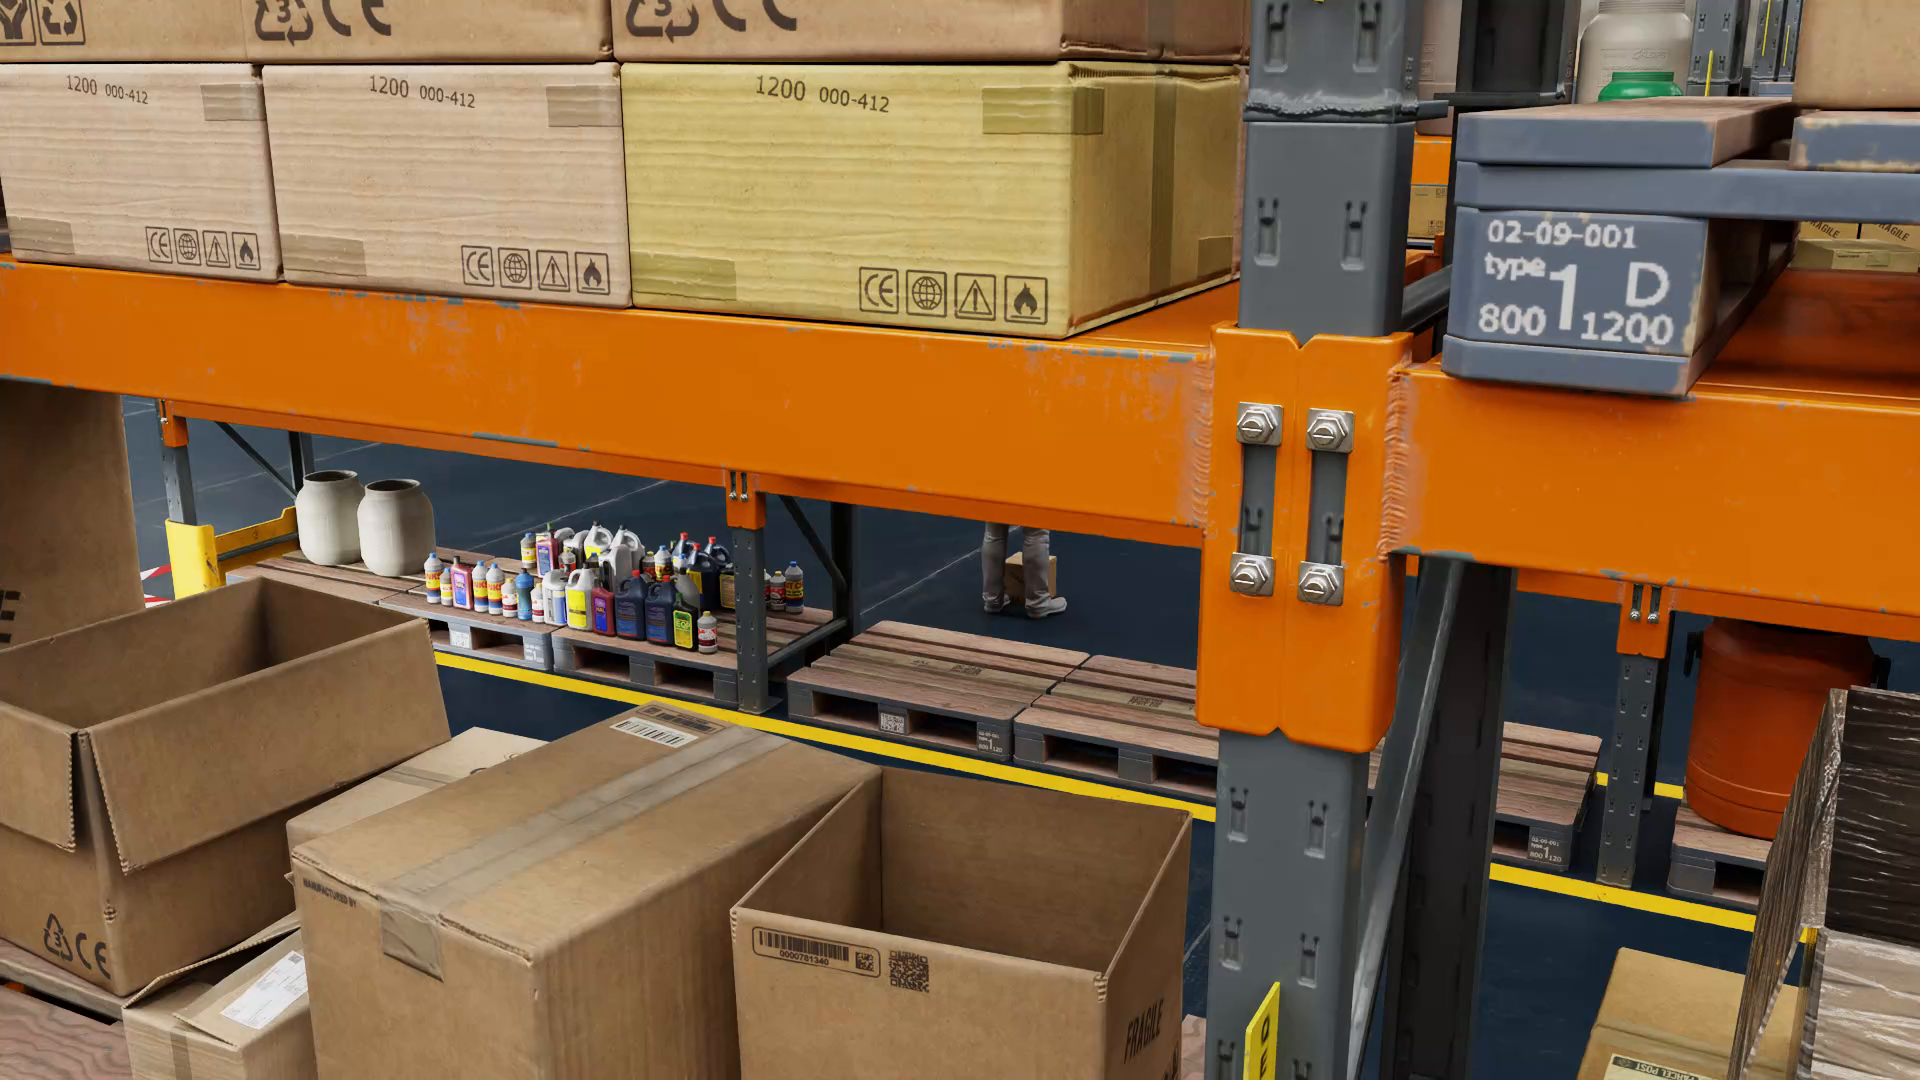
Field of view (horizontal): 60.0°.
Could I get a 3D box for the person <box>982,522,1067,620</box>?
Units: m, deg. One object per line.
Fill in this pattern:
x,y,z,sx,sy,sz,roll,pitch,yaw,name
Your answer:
0.313,-0.437,9.551,0.636,1.761,0.454,7,17,23,person
